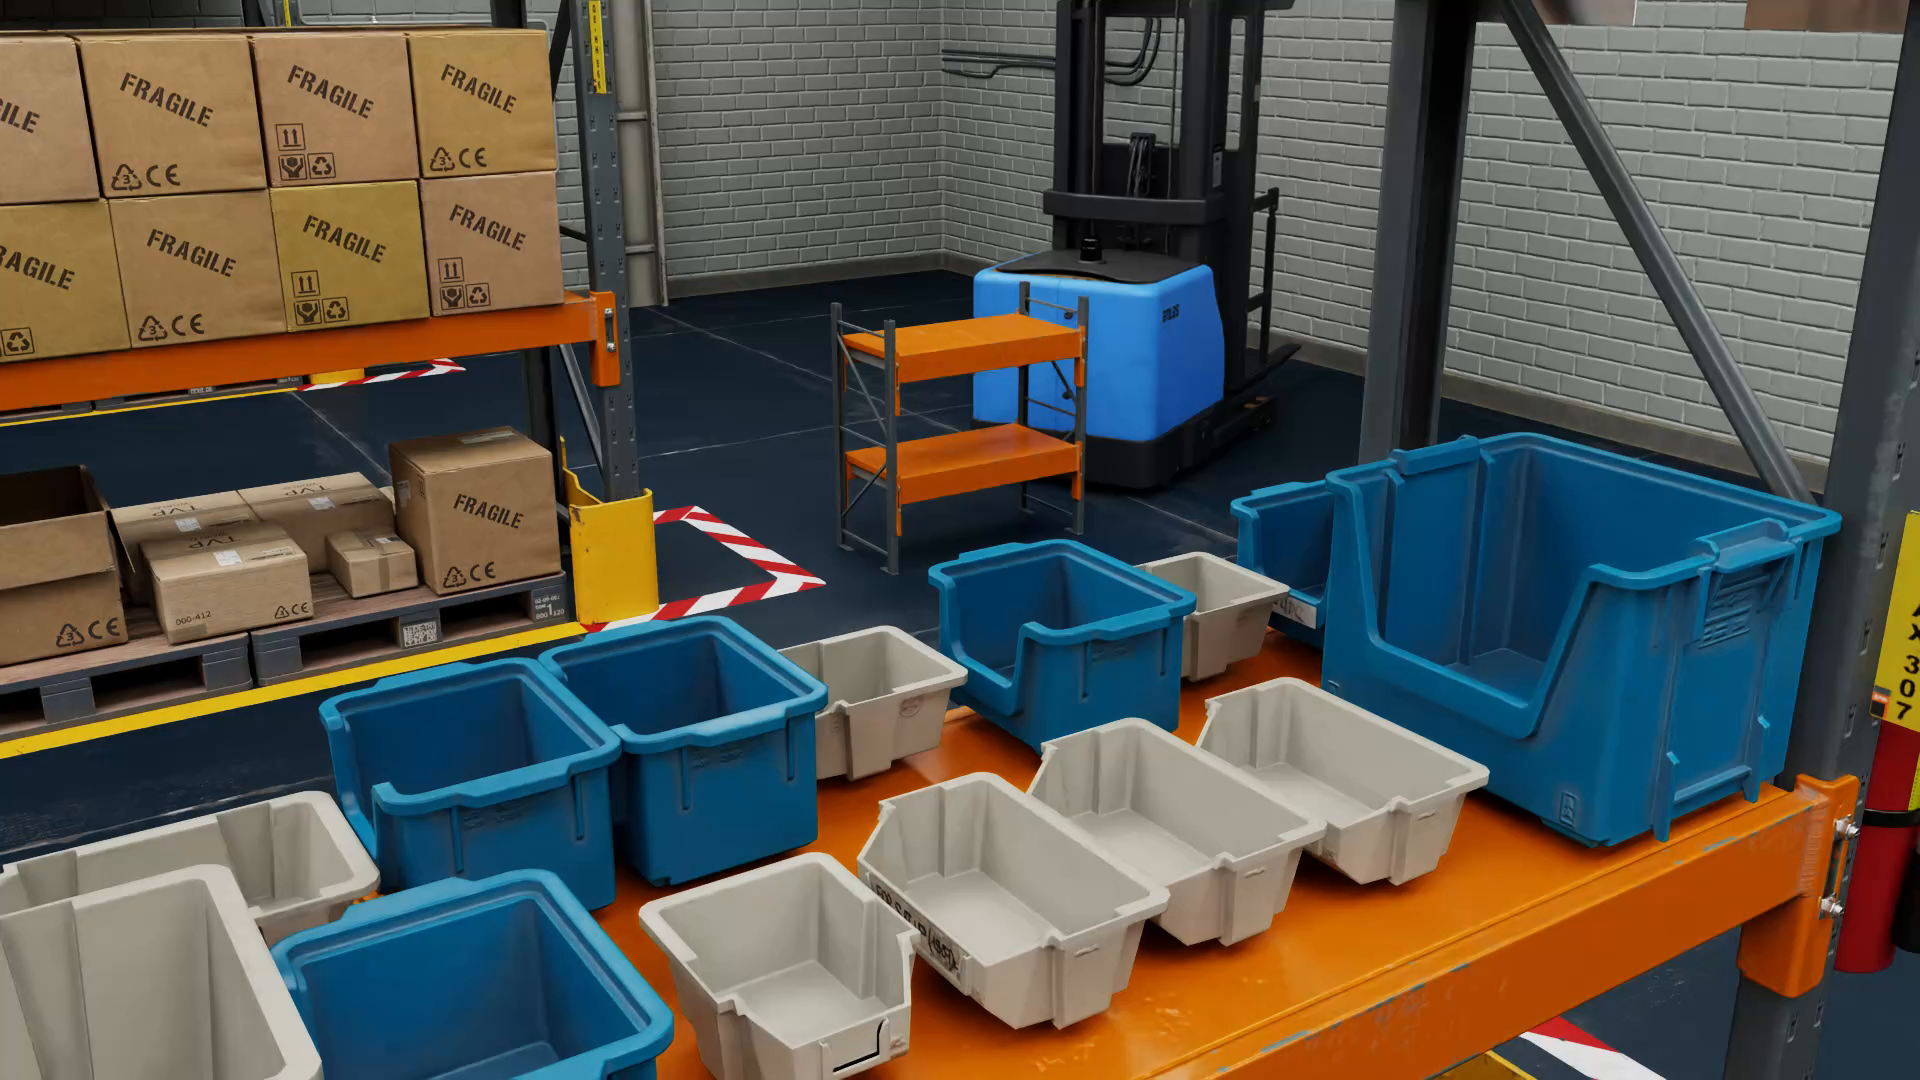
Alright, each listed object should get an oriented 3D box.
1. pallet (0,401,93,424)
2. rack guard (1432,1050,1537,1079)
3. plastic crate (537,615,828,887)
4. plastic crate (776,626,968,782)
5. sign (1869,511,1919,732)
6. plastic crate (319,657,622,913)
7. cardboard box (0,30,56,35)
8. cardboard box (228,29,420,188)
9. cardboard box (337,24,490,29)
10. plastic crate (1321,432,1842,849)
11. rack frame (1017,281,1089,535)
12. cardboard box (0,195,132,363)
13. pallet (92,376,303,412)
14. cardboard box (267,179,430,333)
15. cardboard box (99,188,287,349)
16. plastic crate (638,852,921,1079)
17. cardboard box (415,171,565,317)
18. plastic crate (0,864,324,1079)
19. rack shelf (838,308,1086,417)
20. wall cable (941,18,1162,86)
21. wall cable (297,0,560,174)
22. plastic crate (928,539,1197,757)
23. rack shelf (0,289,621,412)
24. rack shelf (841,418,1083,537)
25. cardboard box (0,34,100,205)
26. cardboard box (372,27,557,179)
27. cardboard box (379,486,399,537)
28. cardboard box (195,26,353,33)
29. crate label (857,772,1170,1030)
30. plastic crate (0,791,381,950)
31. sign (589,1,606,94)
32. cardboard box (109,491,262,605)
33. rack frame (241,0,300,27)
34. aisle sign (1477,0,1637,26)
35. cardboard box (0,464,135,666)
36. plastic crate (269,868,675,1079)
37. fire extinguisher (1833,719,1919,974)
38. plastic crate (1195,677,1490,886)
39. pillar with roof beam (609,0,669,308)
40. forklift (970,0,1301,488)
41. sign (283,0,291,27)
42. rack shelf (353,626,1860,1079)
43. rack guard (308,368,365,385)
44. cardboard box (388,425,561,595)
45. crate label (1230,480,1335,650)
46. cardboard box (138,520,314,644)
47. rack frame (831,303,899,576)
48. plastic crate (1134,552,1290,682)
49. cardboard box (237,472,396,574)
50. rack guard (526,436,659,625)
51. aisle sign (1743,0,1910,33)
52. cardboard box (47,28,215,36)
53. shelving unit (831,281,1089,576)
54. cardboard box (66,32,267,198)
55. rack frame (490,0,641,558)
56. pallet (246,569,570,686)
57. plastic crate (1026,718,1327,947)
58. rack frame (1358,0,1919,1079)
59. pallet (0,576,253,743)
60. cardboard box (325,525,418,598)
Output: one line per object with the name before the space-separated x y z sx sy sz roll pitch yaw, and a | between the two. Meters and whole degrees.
pallet | -5.995 -0.897 10.067 1.213 0.211 1.003 -12 22 -31
rack guard | 1.109 1.233 3.316 0.348 0.500 1.175 -12 22 -31
plastic crate | -0.391 0.295 2.356 0.300 0.233 0.416 -12 22 -31
plastic crate | -0.171 0.263 2.602 0.298 0.136 0.250 -12 22 -31
sign | 1.412 0.124 2.440 0.005 0.325 0.100 -12 22 -31
plastic crate | -0.641 0.348 2.199 0.300 0.233 0.416 -12 22 -31
cardboard box | -3.417 -1.511 5.814 0.500 0.500 0.500 -12 22 -32
cardboard box | -2.267 -1.548 5.924 0.500 0.500 0.500 -11 22 -30
cardboard box | -2.141 -1.782 6.615 0.500 0.500 0.500 -11 22 -30
plastic crate | 0.919 0.121 2.555 0.499 0.435 0.616 -12 22 -31
rack frame | 0.430 -0.624 7.833 0.032 1.125 0.500 -12 22 -31
cardboard box | -3.121 -0.897 5.558 0.500 0.500 0.500 -12 22 -32
pallet | -4.977 -1.110 10.699 1.213 0.211 1.003 -12 22 -31
cardboard box | -2.281 -1.072 6.076 0.500 0.500 0.500 -12 22 -31
cardboard box | -2.700 -0.986 5.820 0.500 0.500 0.500 -12 22 -31
plastic crate | -0.192 0.505 1.884 0.250 0.136 0.298 -12 22 -31
cardboard box | -1.849 -1.164 6.349 0.500 0.500 0.500 -11 22 -30
plastic crate | -0.868 0.570 1.468 0.530 0.282 0.437 -12 22 -31
rack shelf | 0.006 -0.811 7.474 1.000 0.278 0.538 -12 22 -31
wall cable | 0.568 -4.865 12.932 0.112 2.526 3.097 -12 22 -31
wall cable | -3.803 -3.553 11.984 1.851 1.984 0.084 -12 22 -31
plastic crate | 0.159 0.179 2.699 0.300 0.233 0.416 -12 22 -31
rack shelf | -3.295 -0.576 5.887 4.000 0.370 1.077 -12 22 -31
rack shelf | 0.006 -0.302 7.646 1.000 0.278 0.538 -12 22 -31
cardboard box | -3.126 -1.365 5.383 0.500 0.500 0.500 -11 22 -30
cardboard box | -1.845 -1.638 6.188 0.500 0.500 0.500 -12 22 -32
cardboard box | -2.373 -0.109 7.120 0.250 0.166 0.380 -12 22 -31
cardboard box | -2.573 -1.688 6.337 0.500 0.500 0.500 -12 22 -31
crate label | 0.045 0.448 2.053 0.243 0.136 0.396 -12 22 -31
plastic crate | -0.956 0.471 1.986 0.466 0.136 0.293 -12 22 -31
sign | -1.337 -1.815 6.128 0.005 0.325 0.100 -12 22 -31
cardboard box | -3.070 0.022 6.604 0.500 0.250 0.500 -12 22 -31
rack frame | -4.353 -2.593 10.731 0.127 3.000 1.000 -12 22 -31
aisle sign | 0.993 -1.267 2.749 0.004 0.787 0.394 -12 22 -31
cardboard box | -3.399 0.078 6.042 0.637 0.503 0.797 -12 22 -31
plastic crate | -0.478 0.538 1.637 0.300 0.233 0.416 -12 22 -31
fire extinguisher | 1.472 0.365 2.684 0.183 0.674 0.296 -12 22 -31
plastic crate | 0.515 0.346 2.357 0.243 0.136 0.396 -12 22 -31
pillar with roof beam | -0.206 -4.990 8.455 0.400 9.000 9.100 -12 22 -31
forklift | 1.199 -2.071 9.295 1.130 2.935 3.031 10 21 27
sign | -4.066 -3.106 10.071 0.005 0.325 0.100 -12 22 -31
rack shelf | -0.574 0.750 1.966 4.000 0.370 1.077 -12 22 -31
rack guard | -4.332 -1.413 11.144 0.348 0.500 1.175 -12 22 -31
cardboard box | -1.944 -0.131 6.665 0.500 0.500 0.500 -12 22 -31
crate label | 0.709 0.063 3.042 0.303 0.233 0.416 -12 22 -31
cardboard box | -2.754 0.147 6.234 0.500 0.250 0.500 -12 22 -31
rack frame | -0.419 -0.445 7.303 0.032 1.125 0.500 -12 22 -31
plastic crate | 0.395 0.143 2.955 0.298 0.136 0.250 -12 22 -31
cardboard box | -2.653 -0.066 6.864 0.500 0.250 0.500 -12 22 -31
rack guard | -1.688 -0.071 7.174 0.348 0.500 1.175 -12 22 -31
aisle sign | 1.317 -1.109 2.282 0.004 0.787 0.394 -12 22 -31
cardboard box | -2.994 -1.601 6.080 0.500 0.500 0.500 -12 22 -31
shelving unit | 0.006 -0.534 7.568 1.048 1.125 0.538 -12 22 -31
cardboard box | -2.697 -1.456 5.650 0.500 0.500 0.500 -11 22 -30
rack frame | -1.625 -1.269 6.814 0.127 3.000 1.000 -12 22 -31
pallet | -2.354 0.207 6.805 1.213 0.211 1.003 -12 22 -31
plastic crate | 0.265 0.393 2.218 0.243 0.136 0.396 -12 22 -31
rack frame | 1.098 0.058 2.890 0.053 2.616 0.949 -12 22 -31
pallet | -3.372 0.420 6.173 1.213 0.211 1.003 -12 22 -31
cardboard box | -2.331 0.074 6.579 0.250 0.166 0.380 -12 22 -31
